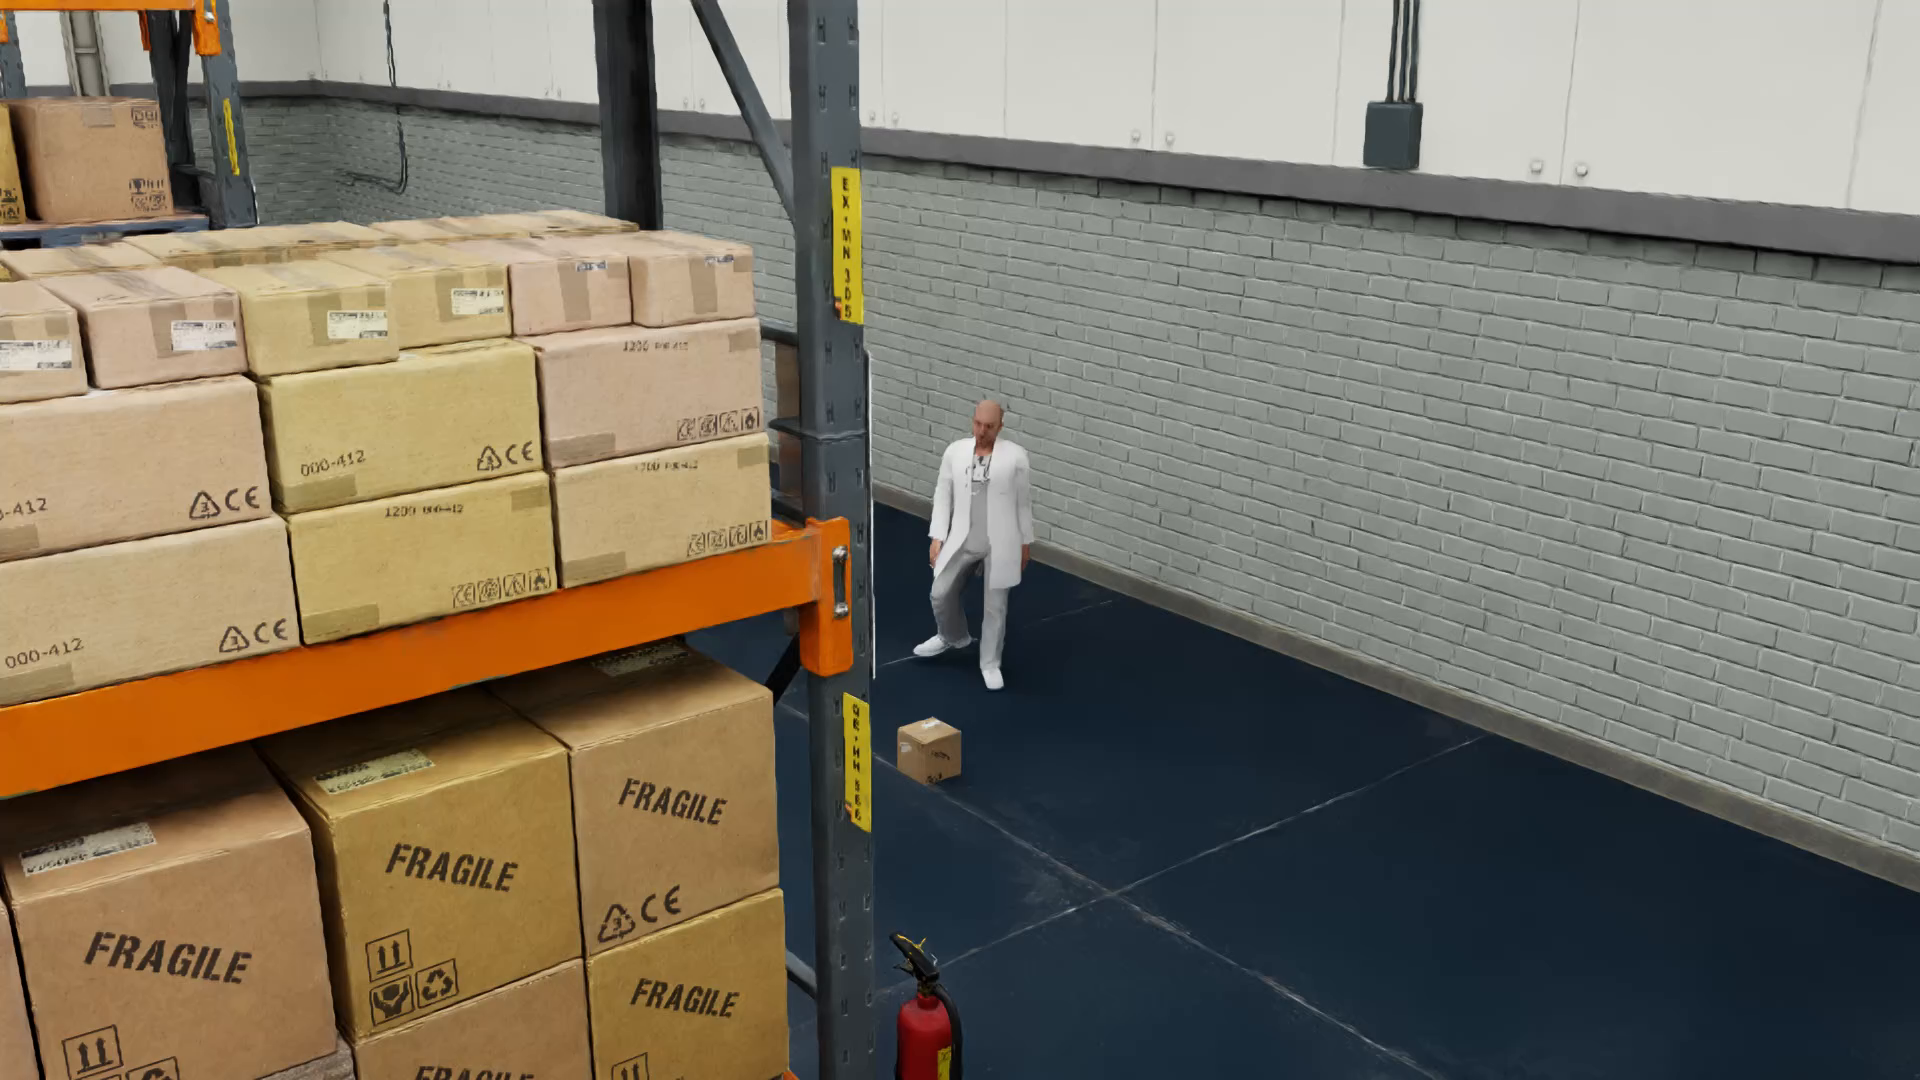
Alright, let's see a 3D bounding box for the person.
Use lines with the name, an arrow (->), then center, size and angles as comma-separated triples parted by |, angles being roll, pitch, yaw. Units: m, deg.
person -> 0.065, -0.010, 10.099 | 0.788, 1.769, 0.550 | 5, 18, 16
